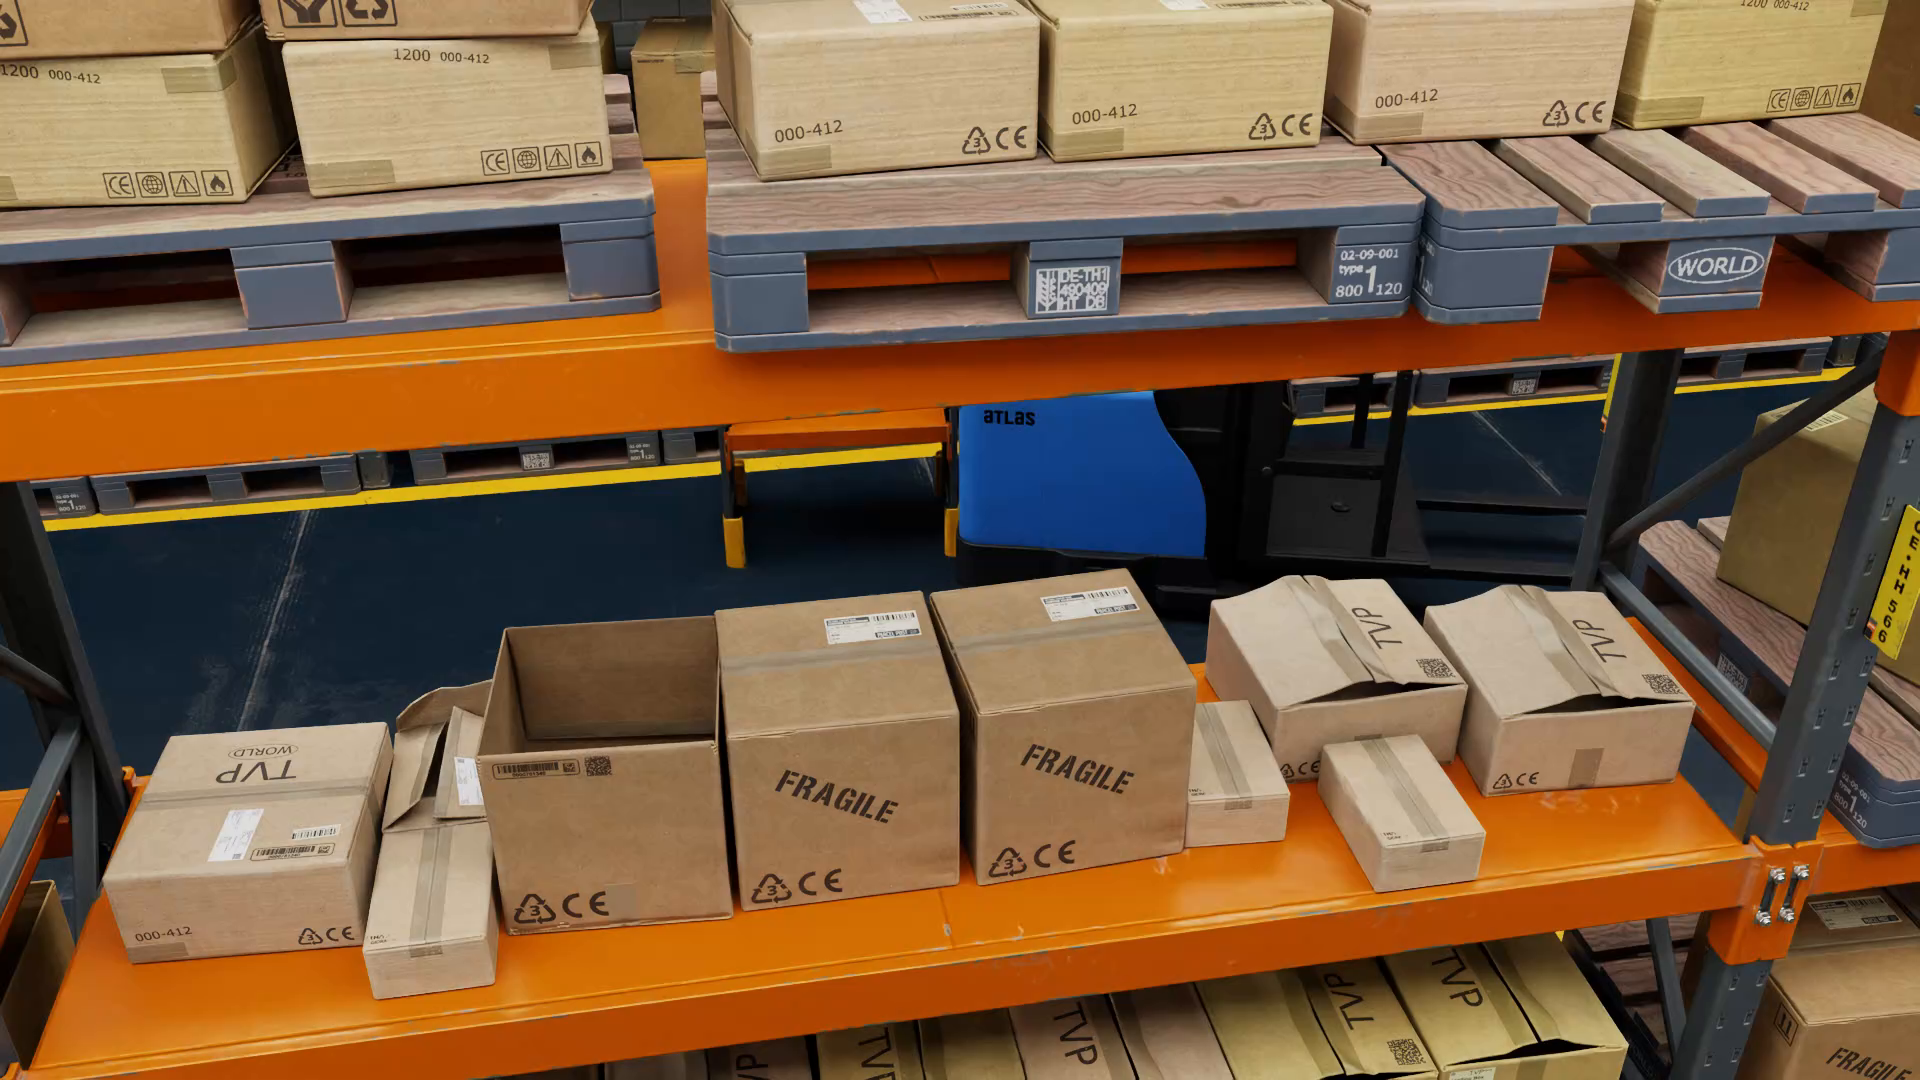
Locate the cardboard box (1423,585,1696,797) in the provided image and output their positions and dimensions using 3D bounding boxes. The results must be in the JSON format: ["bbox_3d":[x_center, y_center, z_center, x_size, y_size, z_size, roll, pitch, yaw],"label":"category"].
[{"bbox_3d":[1.509,0.364,4.260,0.500,0.311,0.500,-3,31,-6],"label":"cardboard box"}]

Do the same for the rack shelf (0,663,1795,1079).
[{"bbox_3d":[-0.093,0.807,4.128,4.000,0.370,1.077,-5,31,-9],"label":"rack shelf"}]

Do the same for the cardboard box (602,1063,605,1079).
[{"bbox_3d":[-1.203,1.211,4.476,0.500,0.311,0.500,-4,31,-8],"label":"cardboard box"}]

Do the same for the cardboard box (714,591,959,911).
[{"bbox_3d":[-0.291,0.480,3.875,0.500,0.500,0.500,-5,31,-9],"label":"cardboard box"}]

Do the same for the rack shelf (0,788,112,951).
[{"bbox_3d":[-4.027,1.172,3.507,4.000,0.370,1.077,-5,31,-9],"label":"rack shelf"}]

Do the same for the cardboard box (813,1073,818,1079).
[{"bbox_3d":[-0.106,1.630,4.318,0.500,0.250,0.500,-5,31,-8],"label":"cardboard box"}]

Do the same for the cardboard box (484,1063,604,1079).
[{"bbox_3d":[-1.115,1.485,4.010,0.500,0.311,0.500,-6,31,-10],"label":"cardboard box"}]

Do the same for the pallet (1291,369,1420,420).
[{"bbox_3d":[1.768,-0.988,9.221,1.213,0.211,1.003,-5,31,-9],"label":"pallet"}]

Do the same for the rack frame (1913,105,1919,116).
[{"bbox_3d":[1.875,-2.272,2.736,0.127,3.000,1.000,-5,31,-9],"label":"rack frame"}]

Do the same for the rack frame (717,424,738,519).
[{"bbox_3d":[-1.061,-0.668,7.407,0.032,1.500,0.500,-3,31,-5],"label":"rack frame"}]

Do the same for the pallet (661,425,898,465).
[{"bbox_3d":[-0.988,-0.773,8.856,1.213,0.211,1.003,-5,31,-9],"label":"pallet"}]

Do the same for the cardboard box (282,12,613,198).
[{"bbox_3d":[-0.912,-0.833,2.982,0.500,0.250,0.500,-8,31,-14],"label":"cardboard box"}]

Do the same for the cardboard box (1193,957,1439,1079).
[{"bbox_3d":[0.894,1.298,4.328,0.500,0.311,0.500,-6,31,-10],"label":"cardboard box"}]

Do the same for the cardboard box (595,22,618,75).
[{"bbox_3d":[-1.898,-2.100,7.829,0.500,0.500,0.700,-2,31,-4],"label":"cardboard box"}]

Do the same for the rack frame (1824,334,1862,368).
[{"bbox_3d":[4.913,-2.520,9.077,0.127,3.000,1.000,-5,31,-9],"label":"rack frame"}]

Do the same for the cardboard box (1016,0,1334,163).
[{"bbox_3d":[0.361,-0.922,3.134,0.500,0.250,0.500,-6,31,-10],"label":"cardboard box"}]

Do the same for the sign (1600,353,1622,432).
[{"bbox_3d":[1.768,-0.421,4.442,0.005,0.325,0.100,-5,31,-9],"label":"sign"}]

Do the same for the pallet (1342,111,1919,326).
[{"bbox_3d":[1.223,-0.791,3.363,1.003,0.211,1.213,-4,31,-7],"label":"pallet"}]

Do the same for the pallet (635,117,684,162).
[{"bbox_3d":[-0.961,-1.871,8.163,1.213,0.211,1.003,-5,31,-9],"label":"pallet"}]

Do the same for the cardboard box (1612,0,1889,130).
[{"bbox_3d":[1.438,-1.026,3.309,0.500,0.250,0.500,-8,31,-13],"label":"cardboard box"}]

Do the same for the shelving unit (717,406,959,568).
[{"bbox_3d":[-0.546,-0.693,7.449,1.083,1.500,0.587,-3,31,-5],"label":"shelving unit"}]

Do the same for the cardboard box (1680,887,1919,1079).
[{"bbox_3d":[2.374,1.303,4.607,0.500,0.500,0.500,-4,31,-7],"label":"cardboard box"}]

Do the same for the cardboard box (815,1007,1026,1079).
[{"bbox_3d":[-0.097,1.387,4.176,0.500,0.311,0.500,-4,31,-8],"label":"cardboard box"}]

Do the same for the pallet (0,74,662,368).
[{"bbox_3d":[-1.195,-0.618,3.071,1.217,0.209,0.805,-7,31,-11],"label":"pallet"}]

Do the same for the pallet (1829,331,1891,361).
[{"bbox_3d":[5.675,-1.349,9.836,1.213,0.211,1.003,-5,31,-9],"label":"pallet"}]

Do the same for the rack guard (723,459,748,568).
[{"bbox_3d":[-1.042,-0.130,7.725,0.087,0.250,0.587,-3,31,-5],"label":"rack guard"}]

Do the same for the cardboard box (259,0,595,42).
[{"bbox_3d":[-0.890,-1.153,2.787,0.500,0.500,0.500,-2,31,-4],"label":"cardboard box"}]

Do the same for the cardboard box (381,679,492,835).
[{"bbox_3d":[-1.228,0.565,3.962,0.258,0.266,0.396,-6,31,-10],"label":"cardboard box"}]

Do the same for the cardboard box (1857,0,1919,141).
[{"bbox_3d":[2.298,-1.079,3.567,0.500,0.500,0.910,-5,31,-9],"label":"cardboard box"}]

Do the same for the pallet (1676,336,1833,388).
[{"bbox_3d":[4.168,-1.210,9.600,1.213,0.211,1.003,-5,31,-9],"label":"pallet"}]

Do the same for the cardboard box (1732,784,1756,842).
[{"bbox_3d":[2.752,1.000,5.123,0.500,0.500,0.500,-4,31,-7],"label":"cardboard box"}]

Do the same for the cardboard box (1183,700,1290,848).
[{"bbox_3d":[0.630,0.567,4.074,0.250,0.149,0.380,-3,31,-5],"label":"cardboard box"}]

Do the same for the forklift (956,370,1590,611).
[{"bbox_3d":[1.537,-1.153,6.819,3.031,2.935,1.130,3,31,6],"label":"forklift"}]

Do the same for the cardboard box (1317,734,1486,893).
[{"bbox_3d":[1.040,0.642,3.946,0.250,0.149,0.380,-5,31,-9],"label":"cardboard box"}]

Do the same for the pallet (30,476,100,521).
[{"bbox_3d":[-4.813,-0.396,8.215,1.213,0.211,1.003,-5,31,-9],"label":"pallet"}]
